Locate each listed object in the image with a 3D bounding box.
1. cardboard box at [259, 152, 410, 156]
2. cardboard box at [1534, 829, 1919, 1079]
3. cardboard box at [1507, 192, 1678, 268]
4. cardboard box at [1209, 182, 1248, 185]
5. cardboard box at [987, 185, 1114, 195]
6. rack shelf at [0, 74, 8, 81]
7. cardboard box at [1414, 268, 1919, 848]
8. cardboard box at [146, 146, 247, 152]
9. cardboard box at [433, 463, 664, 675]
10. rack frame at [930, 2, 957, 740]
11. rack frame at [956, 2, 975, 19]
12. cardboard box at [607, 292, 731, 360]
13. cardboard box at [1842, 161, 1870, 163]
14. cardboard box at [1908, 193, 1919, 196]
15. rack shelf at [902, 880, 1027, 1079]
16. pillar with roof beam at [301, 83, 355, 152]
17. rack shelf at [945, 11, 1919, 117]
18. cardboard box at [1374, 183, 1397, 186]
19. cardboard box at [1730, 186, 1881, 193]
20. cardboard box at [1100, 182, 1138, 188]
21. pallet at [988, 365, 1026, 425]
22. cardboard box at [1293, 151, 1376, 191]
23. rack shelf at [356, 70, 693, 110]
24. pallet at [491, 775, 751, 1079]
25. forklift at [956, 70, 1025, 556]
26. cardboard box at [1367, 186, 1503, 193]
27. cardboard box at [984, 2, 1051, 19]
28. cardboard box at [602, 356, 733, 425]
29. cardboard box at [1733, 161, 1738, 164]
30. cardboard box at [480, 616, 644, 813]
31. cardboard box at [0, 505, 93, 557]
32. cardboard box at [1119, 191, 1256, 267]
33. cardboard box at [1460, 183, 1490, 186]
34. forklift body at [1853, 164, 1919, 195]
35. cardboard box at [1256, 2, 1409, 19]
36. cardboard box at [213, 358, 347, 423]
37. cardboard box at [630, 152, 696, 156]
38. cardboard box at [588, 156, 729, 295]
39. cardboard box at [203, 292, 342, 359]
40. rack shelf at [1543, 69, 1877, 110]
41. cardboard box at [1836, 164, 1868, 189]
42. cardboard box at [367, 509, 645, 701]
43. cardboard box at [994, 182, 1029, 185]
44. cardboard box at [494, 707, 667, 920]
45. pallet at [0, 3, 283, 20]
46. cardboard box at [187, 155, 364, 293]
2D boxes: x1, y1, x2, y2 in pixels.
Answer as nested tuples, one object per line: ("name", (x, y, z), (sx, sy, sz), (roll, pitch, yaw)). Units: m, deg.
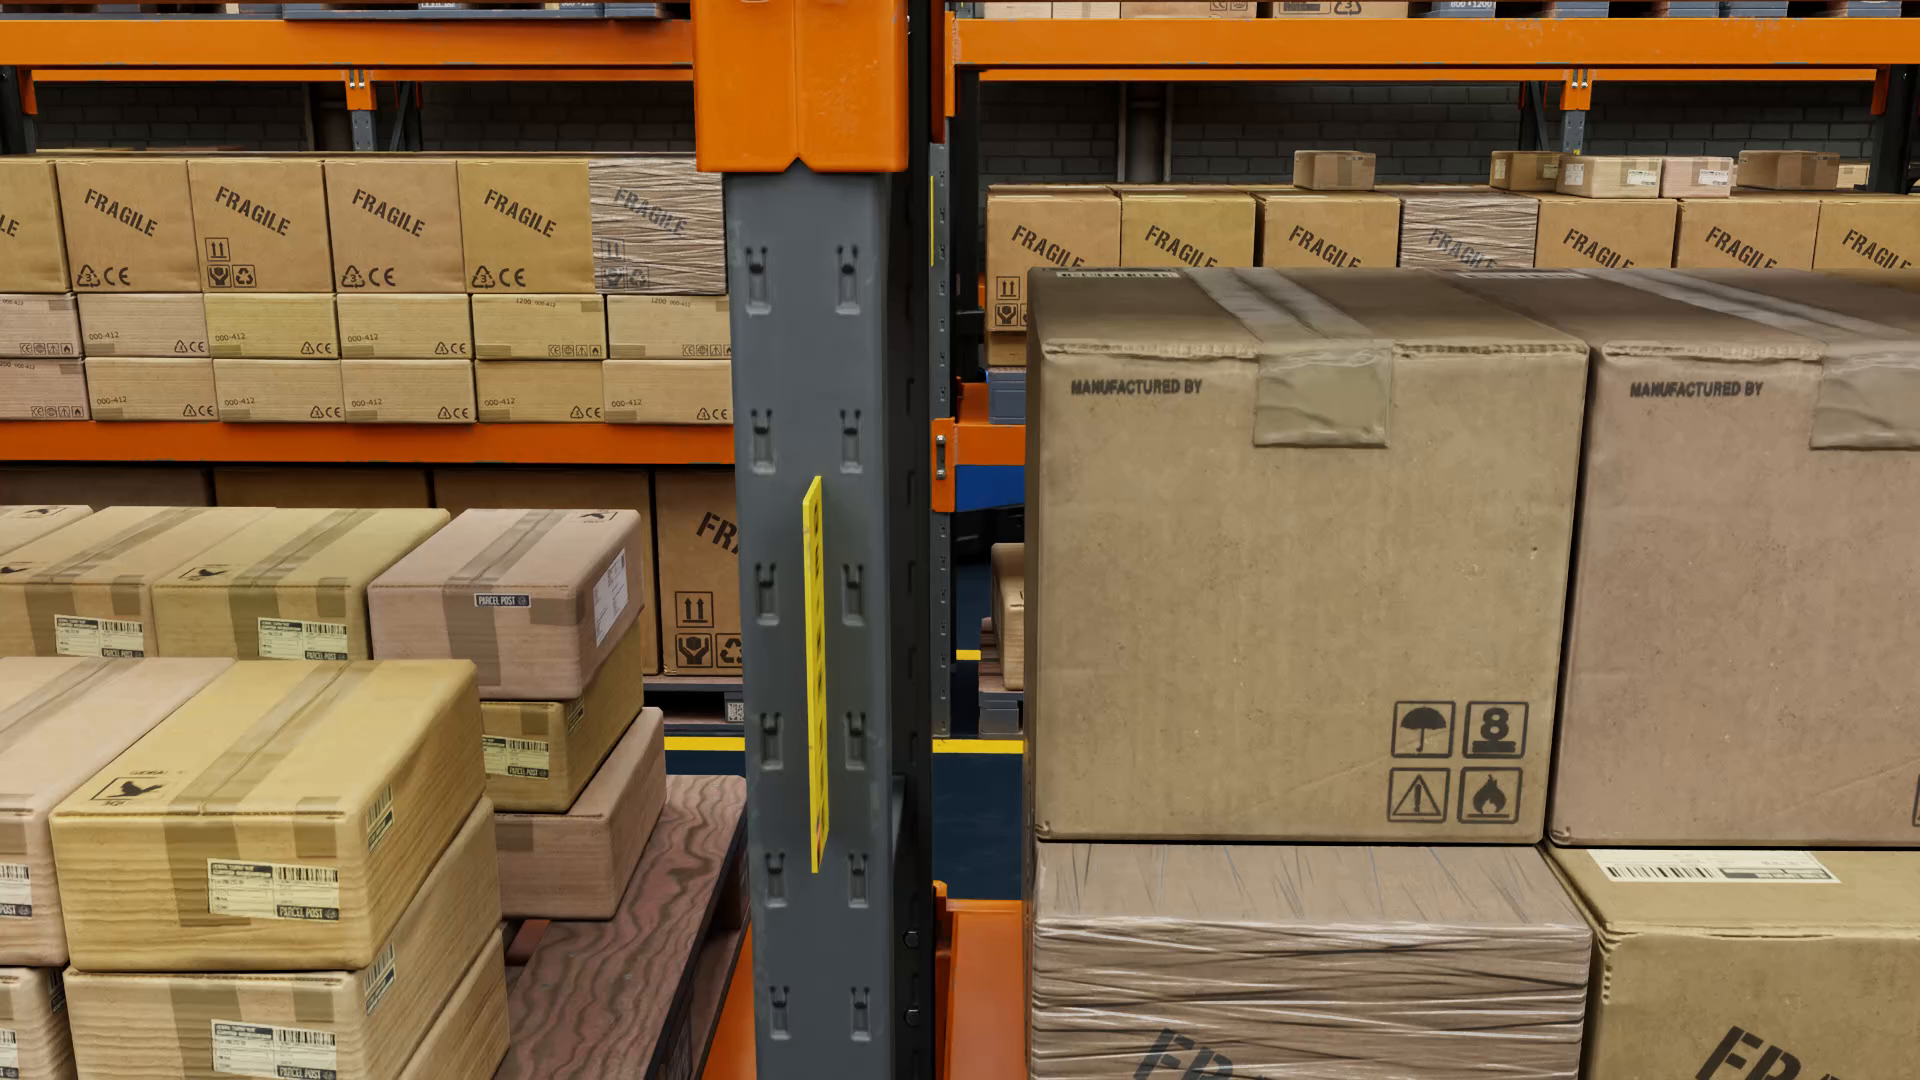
("cardboard box", (-2.614, -1.375, 7.016), (0.500, 0.500, 0.500), (1, 15, 3))
("cardboard box", (0.833, 0.523, 1.781), (0.500, 0.500, 0.500), (0, 15, 1))
("cardboard box", (2.428, -1.087, 6.479), (0.500, 0.500, 0.500), (1, 15, 3))
("cardboard box", (1.897, -2.438, 11.734), (0.250, 0.149, 0.380), (1, 15, 3))
("cardboard box", (0.370, -1.229, 7.016), (0.500, 0.500, 0.500), (0, 15, 0))
("rack shelf", (-6.090, -1.908, 6.720), (4.000, 0.370, 1.077), (0, 15, 1))
("cardboard box", (0.837, -0.026, 1.904), (0.500, 0.500, 0.700), (0, 15, 1))
("cardboard box", (-5.449, -2.569, 11.939), (0.500, 0.500, 0.500), (0, 15, 0))
("cardboard box", (-1.672, 0.026, 7.204), (0.875, 0.875, 0.875), (1, 15, 2))
("rack frame", (-0.092, -0.766, 6.863), (0.127, 3.000, 1.000), (0, 15, 1))
("rack frame", (0.031, -4.933, 10.896), (0.127, 3.000, 1.000), (0, 15, 1))
("cardboard box", (-1.095, -0.876, 6.594), (0.500, 0.250, 0.500), (0, 15, 0))
("cardboard box", (6.402, -2.578, 11.681), (0.250, 0.149, 0.380), (0, 15, 0))
("cardboard box", (6.392, -2.275, 11.114), (0.250, 0.149, 0.380), (0, 15, 2))
("rack shelf", (1.882, 0.858, 2.118), (4.000, 0.370, 1.077), (0, 15, 1))
("pillar with roof beam", (-4.750, -4.095, 7.722), (0.400, 9.000, 9.100), (0, 15, 1))
("rack shelf", (1.908, -1.855, 6.523), (4.000, 0.370, 1.077), (0, 15, 1))
("cardboard box", (2.912, -2.438, 11.733), (0.250, 0.149, 0.380), (0, 15, 1))
("cardboard box", (3.446, -1.211, 6.949), (0.500, 0.500, 0.500), (1, 15, 3))
("cardboard box", (1.131, -2.469, 11.851), (0.250, 0.149, 0.380), (0, 15, 0))
("pallet", (0.623, -0.696, 6.973), (1.003, 0.211, 1.213), (0, 15, 1))
("cardboard box", (1.551, -1.536, 6.908), (0.250, 0.149, 0.380), (0, 15, -1))
("rack shelf", (-1.968, -3.147, 11.420), (4.000, 0.370, 1.077), (0, 15, 1))
("pallet", (-0.832, 0.612, 2.015), (1.003, 0.211, 1.213), (0, 15, 1))
("forklift", (-0.712, -1.325, 9.116), (3.031, 2.935, 1.130), (-8, 17, -28))
("cardboard box", (1.937, -1.222, 6.988), (0.500, 0.500, 0.500), (0, 15, -1))
("cardboard box", (0.219, -2.049, 6.340), (0.250, 0.149, 0.380), (0, 15, 1))
("cardboard box", (-1.115, -0.630, 6.641), (0.500, 0.250, 0.500), (1, 15, 2))
("cardboard box", (5.382, -2.584, 11.702), (0.250, 0.149, 0.380), (0, 15, 1))
("cardboard box", (-0.595, 0.217, 2.222), (0.250, 0.149, 0.380), (1, 15, 4))
("cardboard box", (-1.353, 0.070, 2.199), (0.250, 0.149, 0.380), (0, 15, -1))
("cardboard box", (0.873, -1.098, 6.518), (0.500, 0.500, 0.500), (1, 15, 4))
("cardboard box", (3.684, -2.425, 11.683), (0.250, 0.149, 0.380), (0, 15, 0))
("forklift body", (6.086, -1.116, 9.855), (1.214, 2.155, 2.313), (0, 15, 1))
("cardboard box", (1.434, -2.264, 6.457), (0.637, 0.503, 0.797), (0, 15, 1))
("cardboard box", (-2.628, -0.639, 6.676), (0.500, 0.250, 0.500), (0, 15, 1))
("cardboard box", (-1.075, -1.364, 6.974), (0.500, 0.500, 0.500), (0, 15, 2))
("cardboard box", (-1.128, -1.236, 6.487), (0.500, 0.500, 0.500), (1, 15, 2))
("cardboard box", (-2.632, -0.880, 6.610), (0.500, 0.250, 0.500), (1, 15, 2))
("rack shelf", (6.029, -3.095, 11.222), (4.000, 0.370, 1.077), (0, 15, 1))
("cardboard box", (5.881, -2.449, 11.190), (0.250, 0.149, 0.380), (0, 15, 2))
("cardboard box", (-0.579, 0.075, 2.177), (0.250, 0.149, 0.380), (0, 15, 2))
("cardboard box", (0.362, -2.443, 11.753), (0.250, 0.149, 0.380), (1, 15, 3))
("cardboard box", (-0.559, 0.361, 2.260), (0.250, 0.149, 0.380), (0, 15, 1))
("pallet", (-3.173, -2.156, 6.629), (1.217, 0.209, 0.805), (0, 15, -1))
("cardboard box", (-2.647, -1.247, 6.532), (0.500, 0.500, 0.500), (0, 15, 0))
